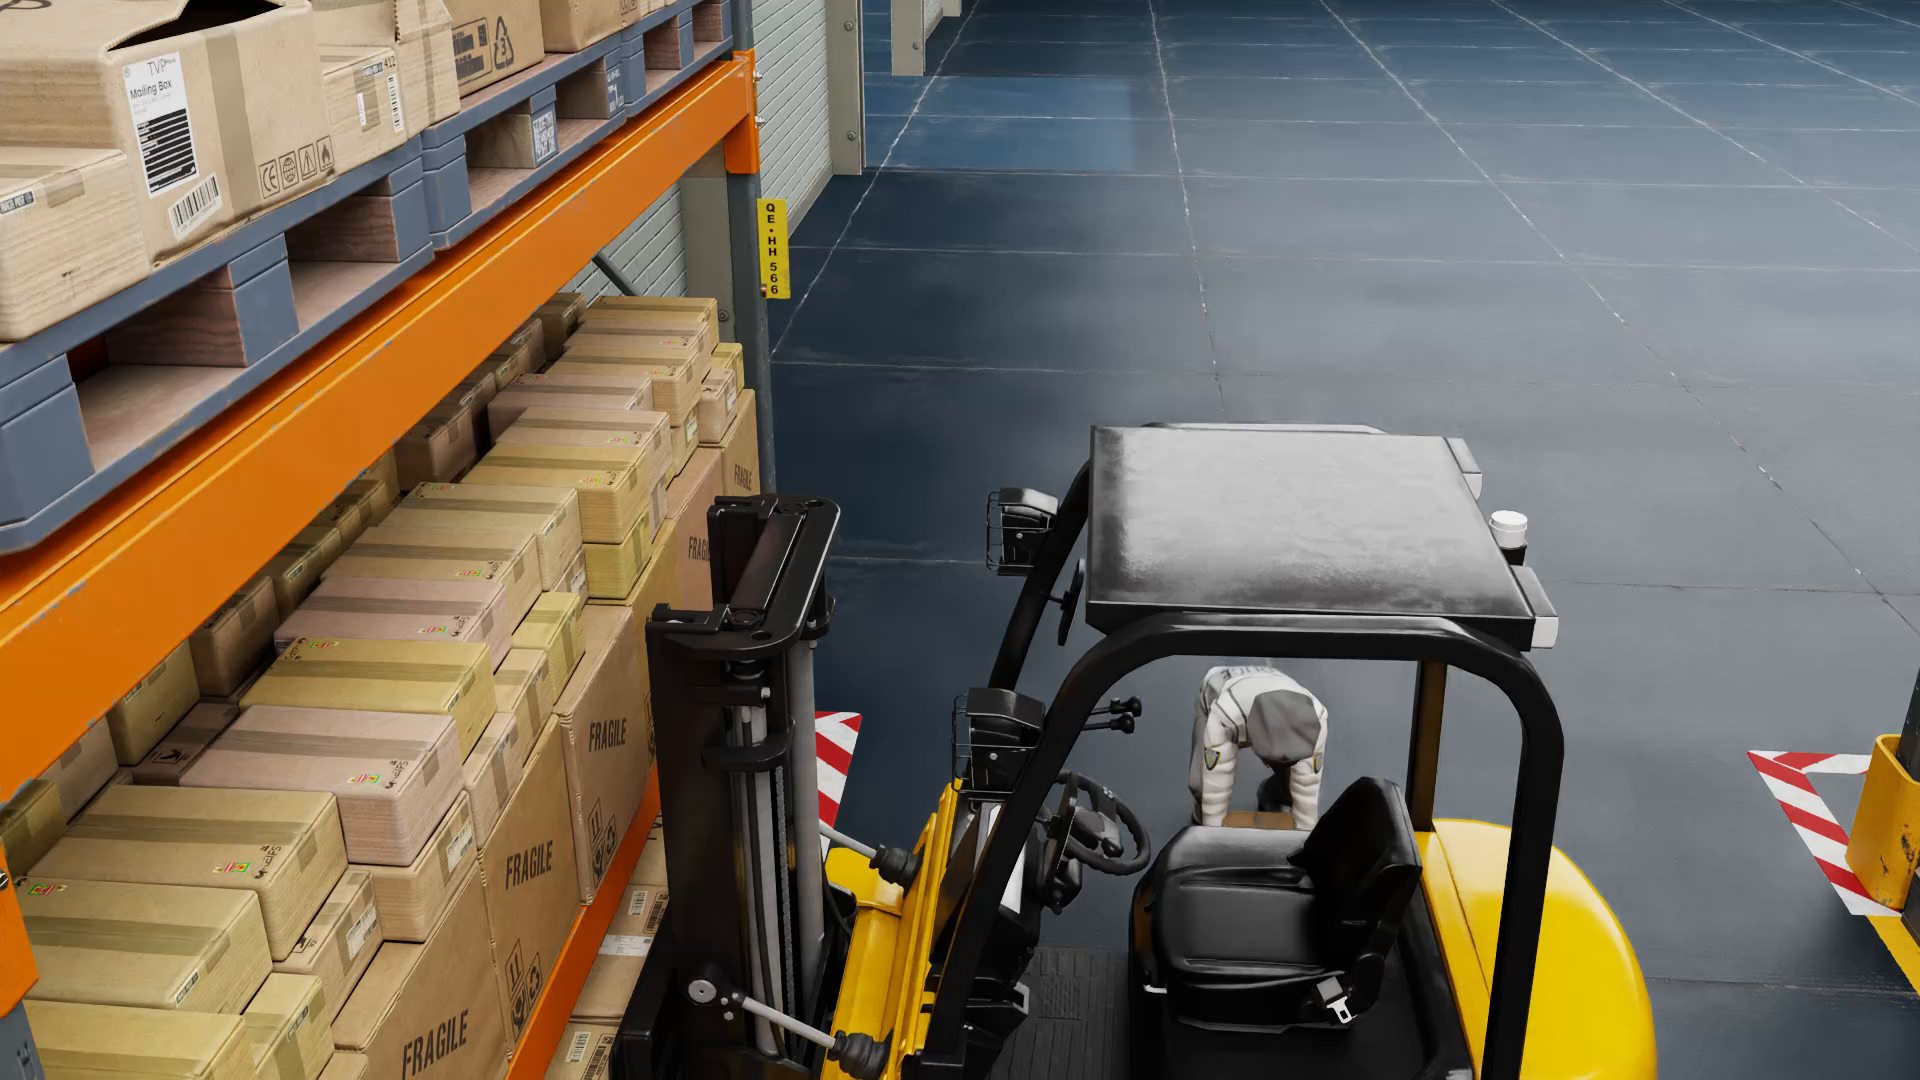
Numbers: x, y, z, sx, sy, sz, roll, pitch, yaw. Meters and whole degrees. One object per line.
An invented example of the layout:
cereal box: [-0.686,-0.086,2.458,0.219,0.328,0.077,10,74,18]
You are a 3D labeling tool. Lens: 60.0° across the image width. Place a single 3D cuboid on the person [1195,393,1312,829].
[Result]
person: [1.071,0.298,5.932,0.458,1.690,0.543,2,25,5]
